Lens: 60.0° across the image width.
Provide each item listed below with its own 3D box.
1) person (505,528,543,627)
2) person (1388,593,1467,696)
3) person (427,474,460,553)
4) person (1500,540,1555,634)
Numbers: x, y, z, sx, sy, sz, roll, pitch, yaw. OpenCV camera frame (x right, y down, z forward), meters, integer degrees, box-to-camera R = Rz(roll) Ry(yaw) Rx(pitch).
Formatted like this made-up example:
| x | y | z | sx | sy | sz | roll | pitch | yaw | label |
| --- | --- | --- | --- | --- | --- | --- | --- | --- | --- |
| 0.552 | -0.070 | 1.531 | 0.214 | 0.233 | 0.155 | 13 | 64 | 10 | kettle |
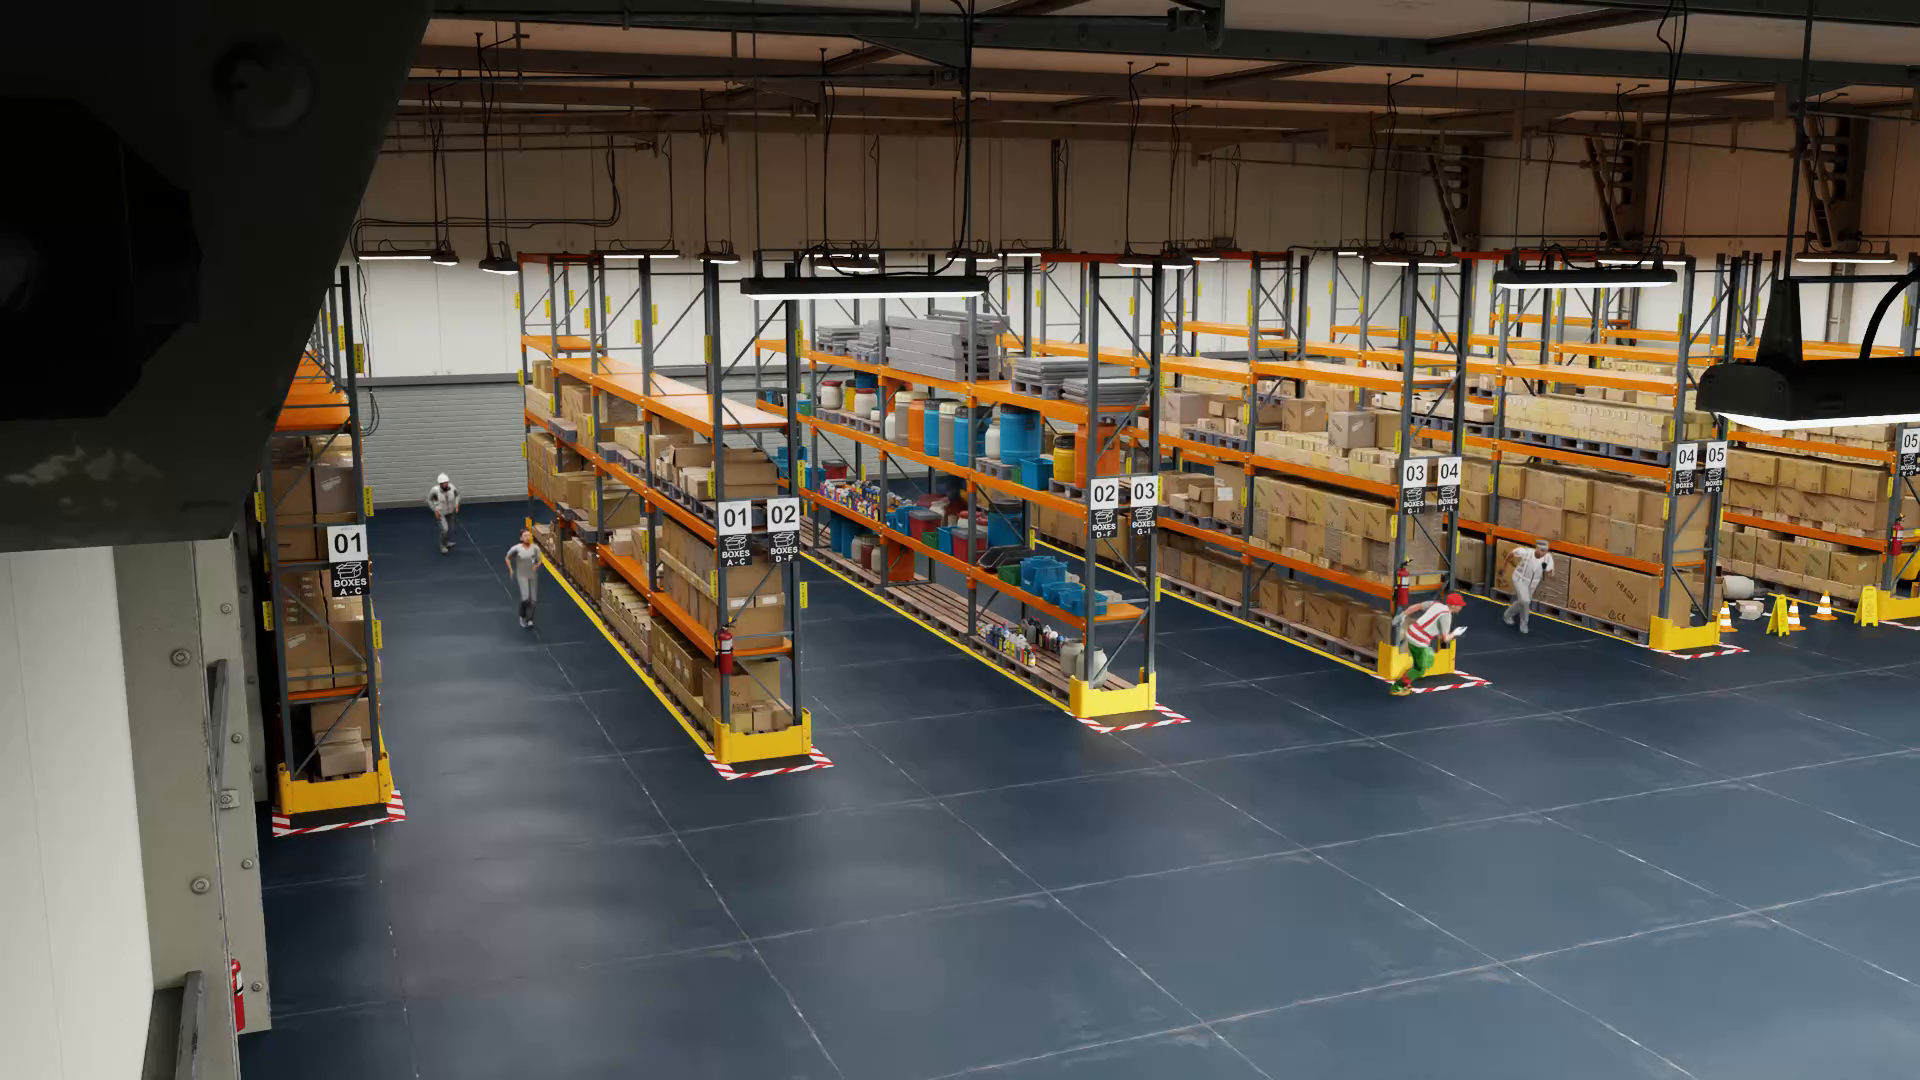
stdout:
| x | y | z | sx | sy | sz | roll | pitch | yaw | label |
| --- | --- | --- | --- | --- | --- | --- | --- | --- | --- |
| -7.035 | 0.624 | 26.980 | 0.561 | 1.631 | 0.621 | -5 | 12 | -26 | person |
| 6.458 | 1.441 | 22.973 | 0.984 | 1.475 | 0.684 | 0 | 10 | -2 | person |
| -10.458 | -0.574 | 33.724 | 0.840 | 1.638 | 0.707 | 9 | 13 | 39 | person |
| 9.164 | 0.708 | 26.819 | 0.653 | 1.557 | 1.128 | -2 | 11 | -9 | person |
